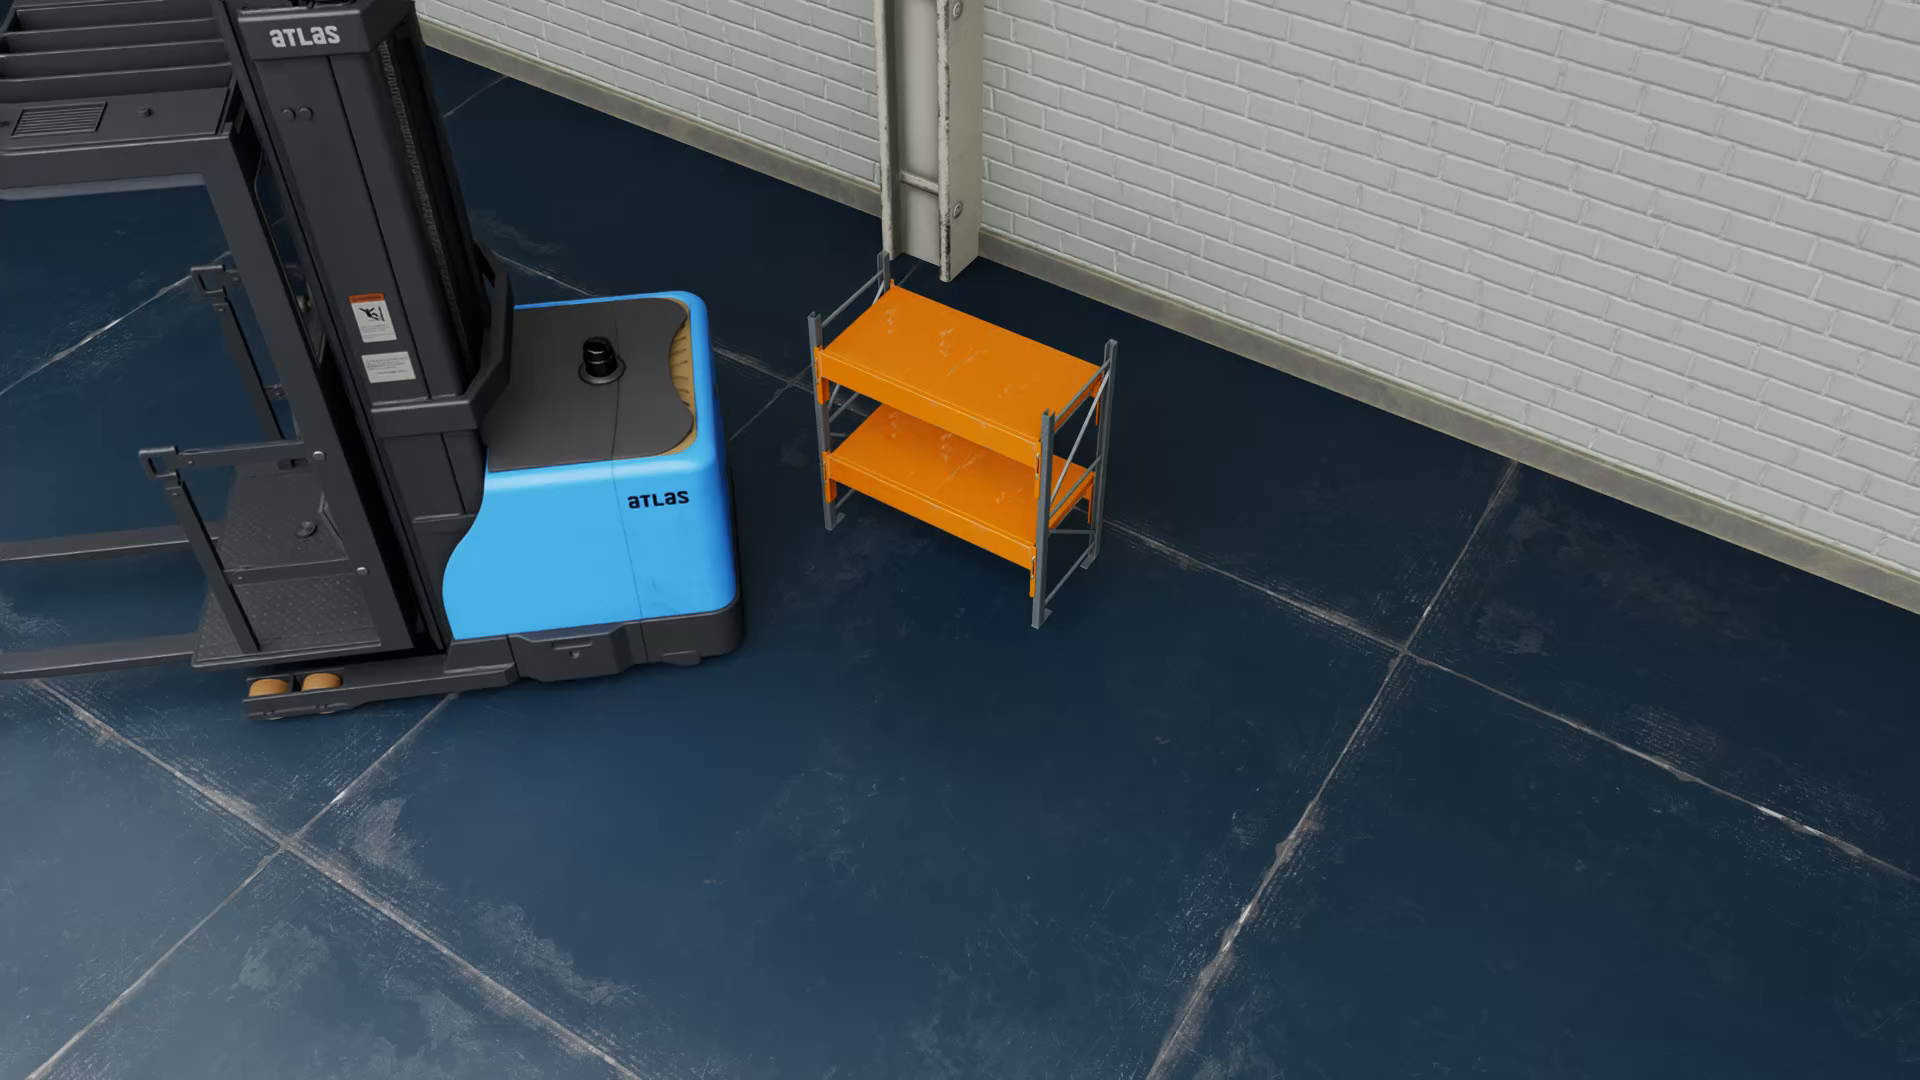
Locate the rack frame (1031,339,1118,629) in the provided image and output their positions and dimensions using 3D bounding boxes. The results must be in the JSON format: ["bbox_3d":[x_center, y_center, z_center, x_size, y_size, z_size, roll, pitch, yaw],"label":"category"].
[{"bbox_3d":[0.434,-0.193,6.375,0.032,1.125,0.500,25,51,22],"label":"rack frame"}]

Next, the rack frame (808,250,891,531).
[{"bbox_3d":[-0.422,-0.586,6.757,0.032,1.125,0.500,25,51,22],"label":"rack frame"}]

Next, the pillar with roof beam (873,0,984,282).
[{"bbox_3d":[-2.464,-1.976,2.617,0.400,9.000,9.100,25,51,22],"label":"pillar with roof beam"}]

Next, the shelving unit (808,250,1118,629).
[{"bbox_3d":[0.006,-0.389,6.566,1.048,1.125,0.538,25,51,22],"label":"shelving unit"}]

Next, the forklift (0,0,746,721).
[{"bbox_3d":[-2.401,-0.748,5.655,3.031,2.935,1.130,-6,46,-6],"label":"forklift"}]

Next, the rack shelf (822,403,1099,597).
[{"bbox_3d":[0.006,-0.219,6.741,1.000,0.278,0.538,25,51,22],"label":"rack shelf"}]

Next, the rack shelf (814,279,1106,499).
[{"bbox_3d":[0.006,-0.593,6.356,1.000,0.278,0.538,25,51,22],"label":"rack shelf"}]
